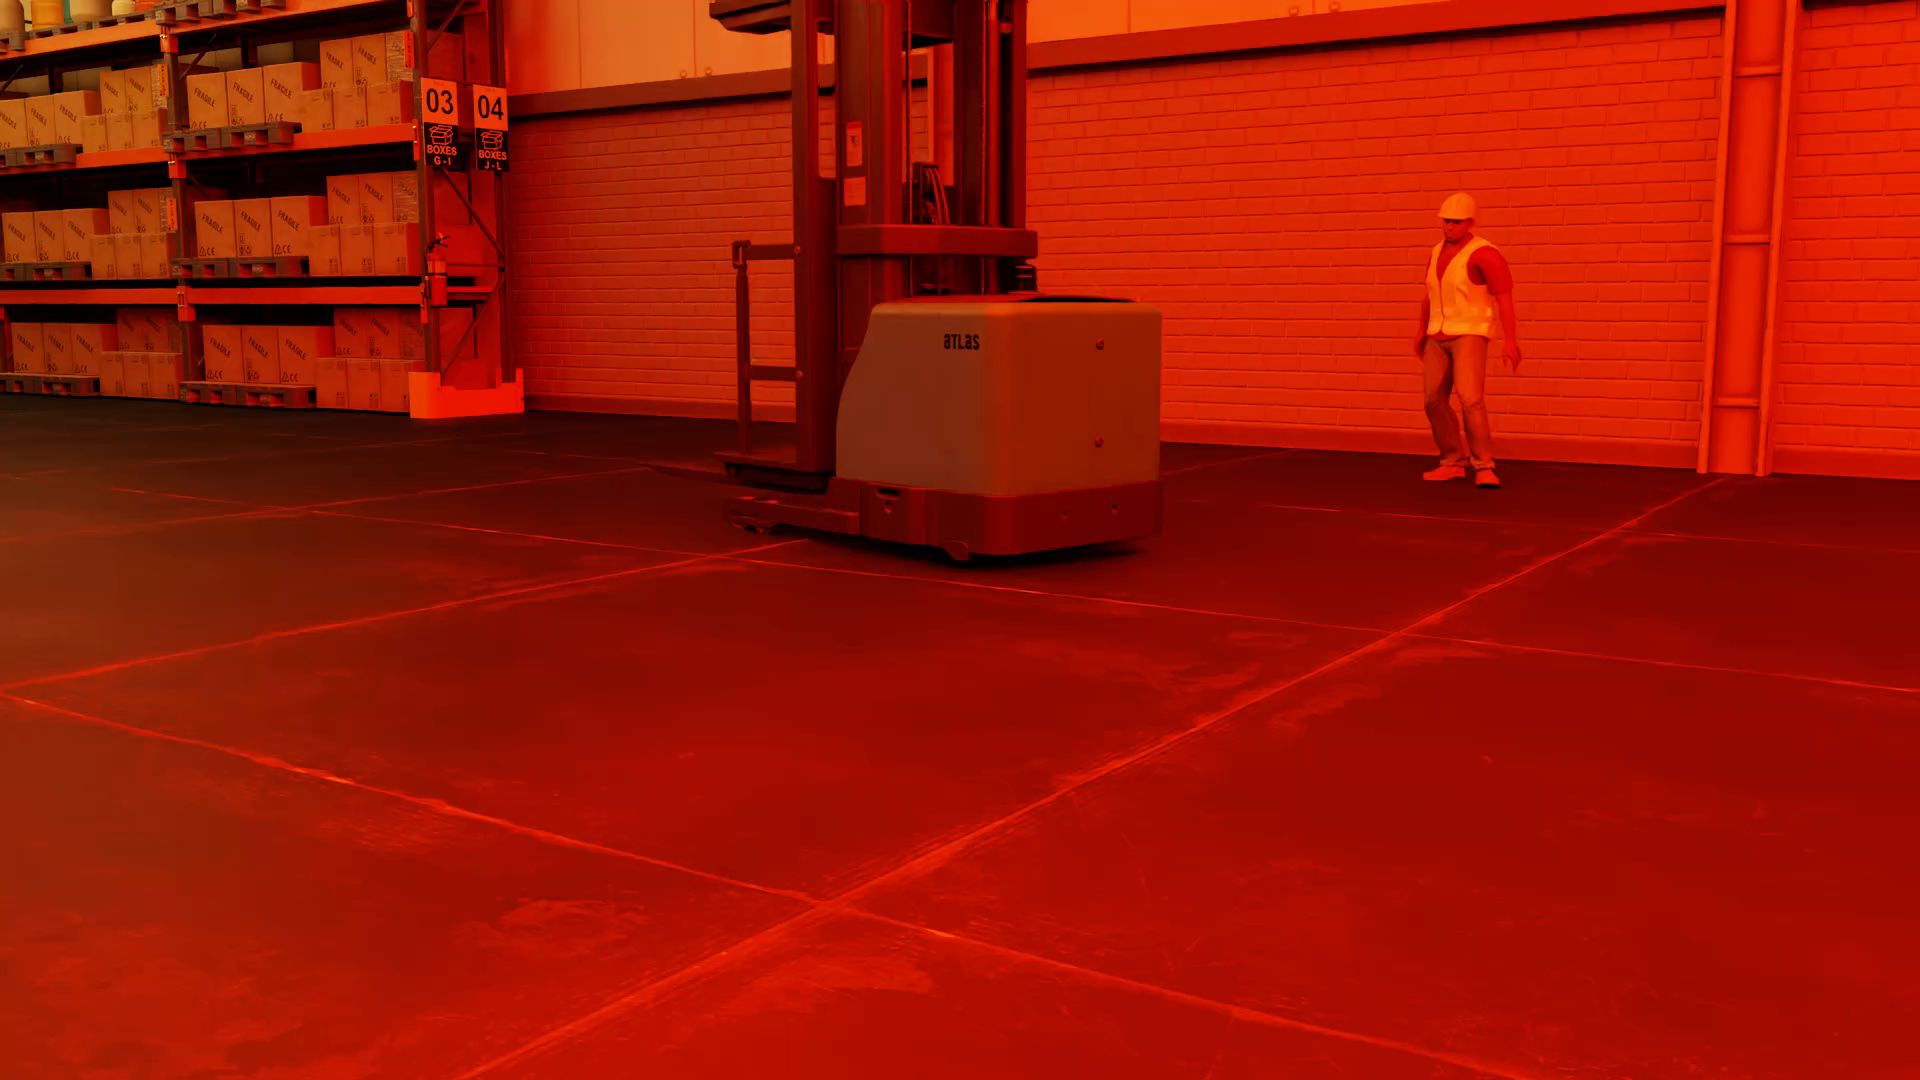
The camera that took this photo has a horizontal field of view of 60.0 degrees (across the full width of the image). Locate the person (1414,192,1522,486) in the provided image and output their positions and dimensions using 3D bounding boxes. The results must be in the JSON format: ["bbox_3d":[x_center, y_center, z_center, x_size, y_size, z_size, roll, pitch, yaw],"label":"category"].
[{"bbox_3d":[2.988,-1.206,9.992,0.470,1.731,0.890,-4,9,-27],"label":"person"}]

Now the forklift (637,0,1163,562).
[{"bbox_3d":[-0.474,-1.519,7.871,1.130,2.935,3.031,-7,11,-42],"label":"forklift"}]
